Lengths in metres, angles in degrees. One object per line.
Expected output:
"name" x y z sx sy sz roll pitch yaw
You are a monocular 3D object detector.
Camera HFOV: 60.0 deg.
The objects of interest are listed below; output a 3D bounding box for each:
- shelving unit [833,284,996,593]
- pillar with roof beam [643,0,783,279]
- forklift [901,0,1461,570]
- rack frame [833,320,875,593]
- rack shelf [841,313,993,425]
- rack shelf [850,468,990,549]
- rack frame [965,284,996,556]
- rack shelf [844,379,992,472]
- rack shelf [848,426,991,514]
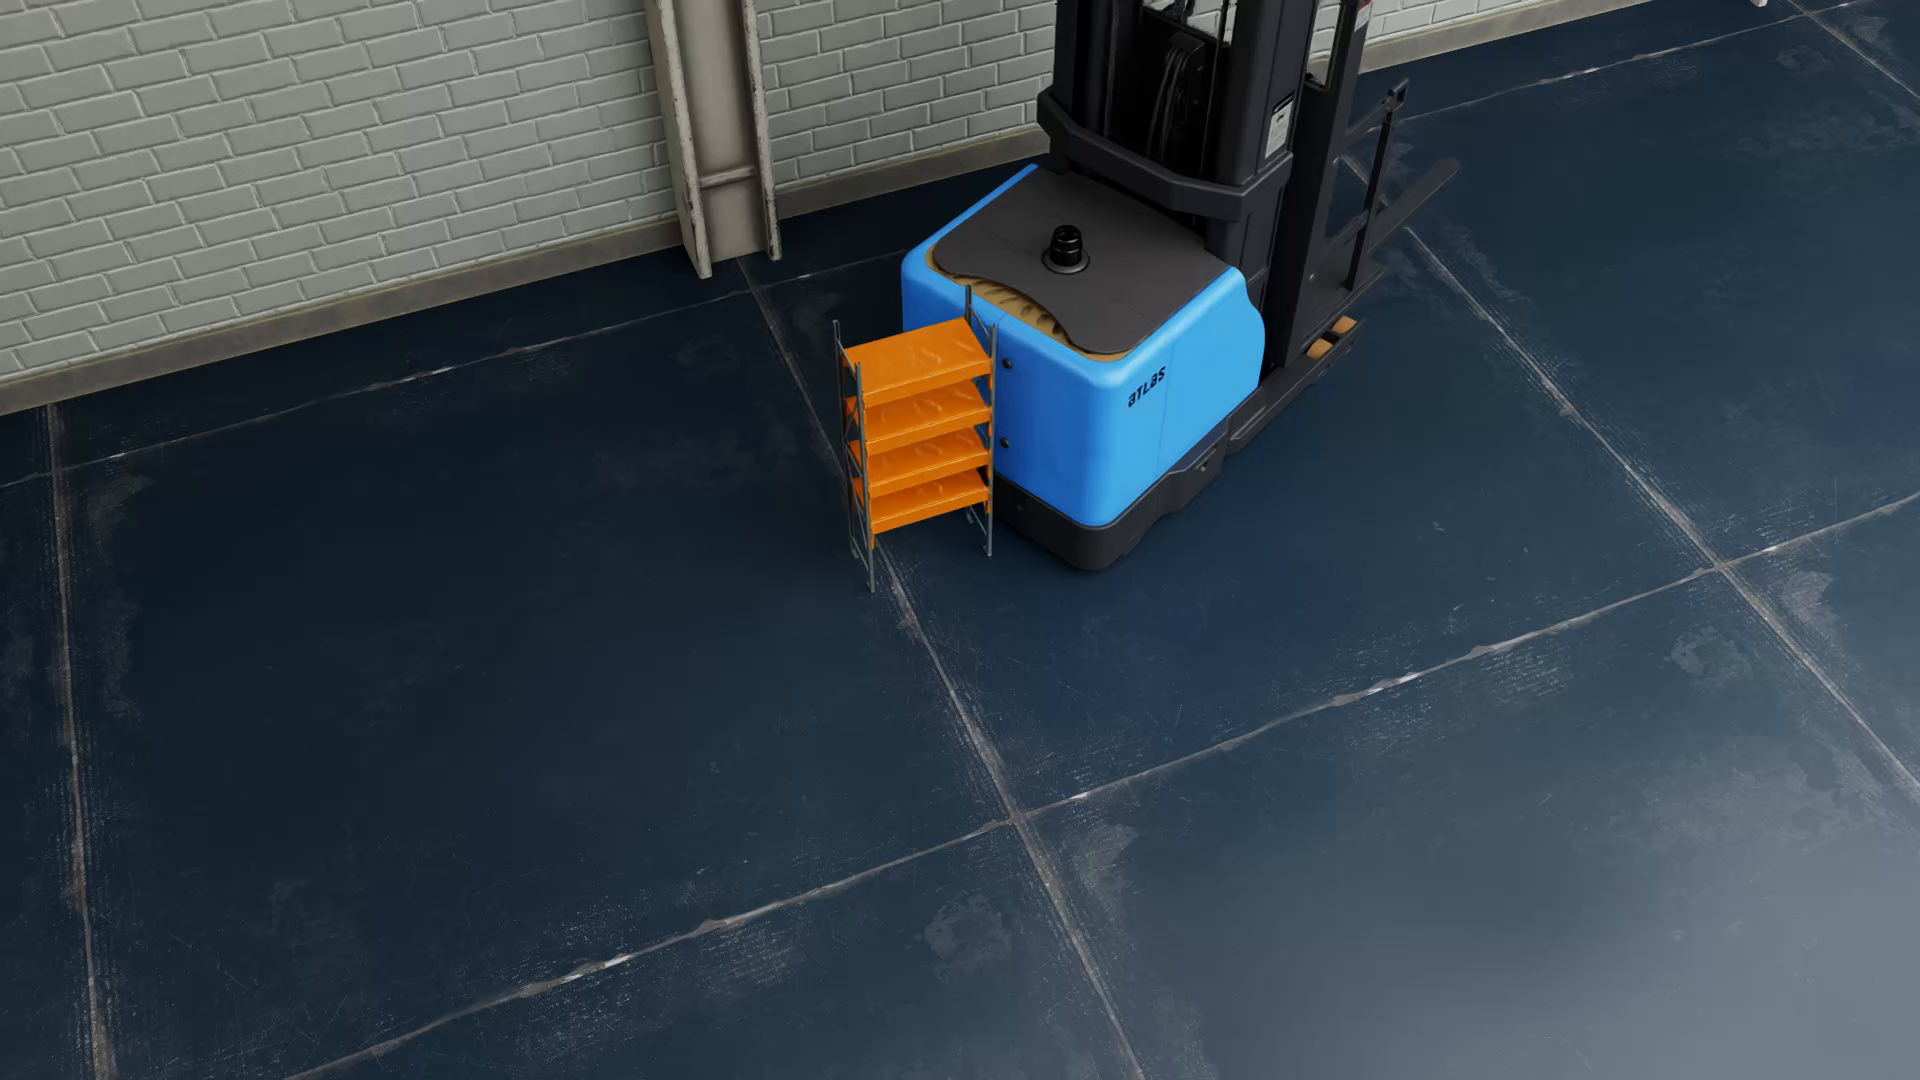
"shelving unit" -0.155 -0.342 6.094 0.503 1.200 0.258 -17 52 -14
"pillar with roof beam" 0.564 -1.268 1.748 0.400 9.000 9.100 -17 52 -14
"forklift" 1.113 -1.885 6.278 1.130 2.935 3.031 33 57 25
"rack frame" -0.381 -0.272 6.034 0.015 1.200 0.240 -17 52 -14
"rack shelf" -0.155 -0.598 5.796 0.480 0.148 0.258 -17 52 -14
"rack shelf" -0.155 -0.169 6.295 0.480 0.148 0.258 -17 52 -14
"rack frame" 0.071 -0.412 6.154 0.015 1.200 0.240 -17 52 -14
"rack shelf" -0.155 -0.444 5.975 0.480 0.148 0.258 -17 52 -14
"rack shelf" -0.155 -0.298 6.145 0.480 0.148 0.258 -17 52 -14
